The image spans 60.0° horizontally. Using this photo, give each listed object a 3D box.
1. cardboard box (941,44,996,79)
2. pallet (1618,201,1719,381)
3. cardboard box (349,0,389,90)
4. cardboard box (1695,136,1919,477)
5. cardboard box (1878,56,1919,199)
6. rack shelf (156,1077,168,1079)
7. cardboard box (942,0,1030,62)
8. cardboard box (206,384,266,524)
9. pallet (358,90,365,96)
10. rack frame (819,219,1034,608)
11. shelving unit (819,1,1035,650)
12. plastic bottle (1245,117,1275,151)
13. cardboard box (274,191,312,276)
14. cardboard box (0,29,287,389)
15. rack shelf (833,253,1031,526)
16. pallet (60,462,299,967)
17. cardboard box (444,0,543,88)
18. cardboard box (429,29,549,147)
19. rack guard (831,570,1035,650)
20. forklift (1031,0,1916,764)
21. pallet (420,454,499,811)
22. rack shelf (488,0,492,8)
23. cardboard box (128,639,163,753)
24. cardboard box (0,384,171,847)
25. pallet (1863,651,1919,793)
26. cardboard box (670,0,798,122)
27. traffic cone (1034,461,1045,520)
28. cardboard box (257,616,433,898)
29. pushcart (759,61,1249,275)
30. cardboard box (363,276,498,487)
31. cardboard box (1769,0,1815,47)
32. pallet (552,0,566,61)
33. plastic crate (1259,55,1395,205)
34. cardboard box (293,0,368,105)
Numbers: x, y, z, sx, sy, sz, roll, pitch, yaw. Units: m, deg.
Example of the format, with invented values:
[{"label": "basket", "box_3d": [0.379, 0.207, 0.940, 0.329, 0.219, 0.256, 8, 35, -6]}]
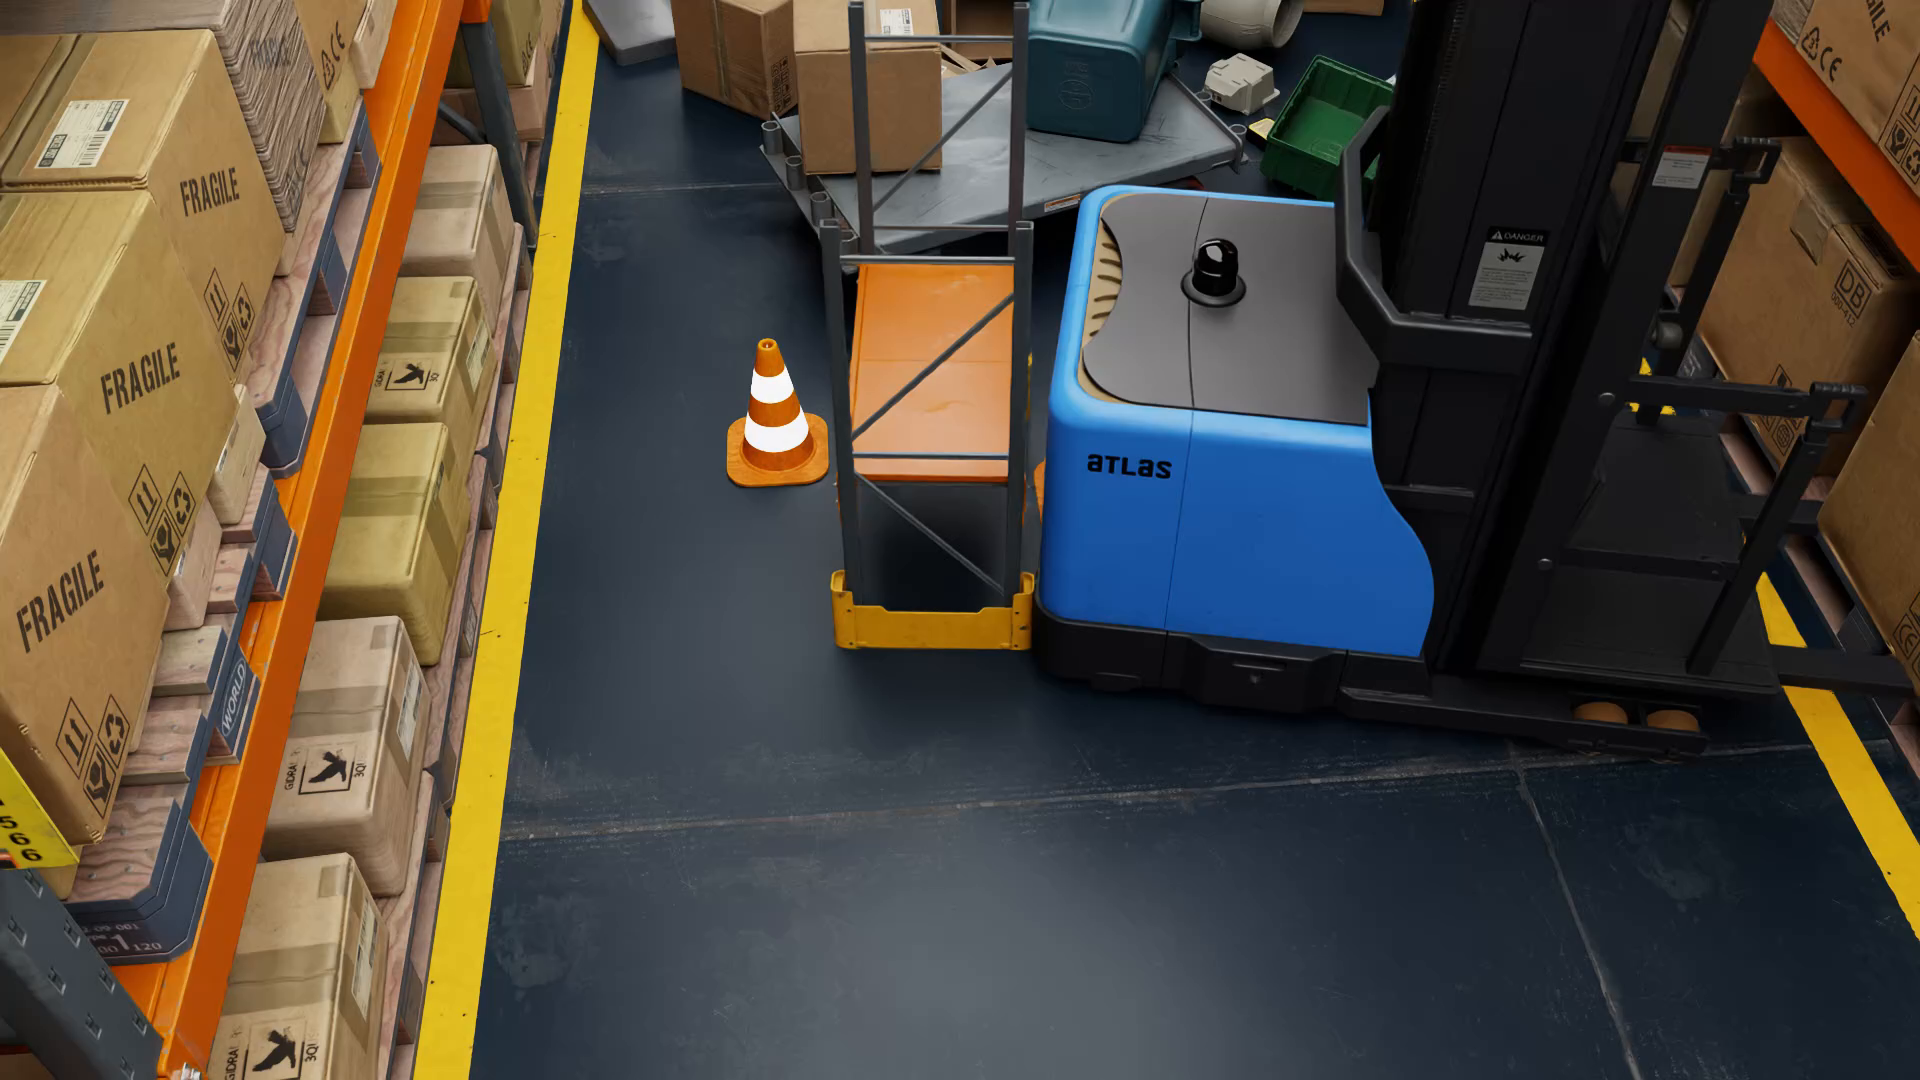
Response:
[{"label": "cardboard box", "box_3d": [-0.034, -1.920, 6.885, 0.258, 0.266, 0.396, -36, 56, -29]}, {"label": "pallet", "box_3d": [2.960, -1.001, 6.053, 1.003, 0.211, 1.213, -3, 47, -3]}, {"label": "cardboard box", "box_3d": [-1.699, -1.282, 4.282, 0.380, 0.149, 0.250, -3, 47, -3]}, {"label": "cardboard box", "box_3d": [3.039, -0.743, 5.148, 1.050, 0.750, 0.750, -3, 47, -3]}, {"label": "cardboard box", "box_3d": [2.720, -1.057, 4.116, 0.500, 0.500, 0.500, -3, 47, -3]}, {"label": "rack shelf", "box_3d": [-1.602, 2.448, 1.361, 1.077, 0.370, 4.000, -3, 47, -3]}, {"label": "cardboard box", "box_3d": [0.317, -2.429, 7.111, 0.797, 0.637, 0.503, -3, 47, -3]}, {"label": "cardboard box", "box_3d": [-1.581, -0.158, 3.218, 0.380, 0.149, 0.250, -3, 47, -3]}, {"label": "pallet", "box_3d": [-2.185, -1.512, 4.748, 1.003, 0.211, 1.213, -3, 47, -3]}, {"label": "rack frame", "box_3d": [-0.078, -0.222, 4.427, 0.500, 1.500, 0.032, 1, 47, 1]}, {"label": "shelving unit", "box_3d": [-0.069, -0.584, 4.770, 0.587, 1.500, 1.083, 1, 47, 1]}, {"label": "plastic bottle", "box_3d": [1.293, -1.612, 6.734, 0.133, 0.061, 0.283, -27, 52, -23]}, {"label": "cardboard box", "box_3d": [-1.698, -0.723, 3.752, 0.380, 0.149, 0.250, -2, 47, -2]}, {"label": "cardboard box", "box_3d": [-1.678, -0.627, 3.215, 0.500, 0.500, 0.500, -3, 47, -3]}, {"label": "rack shelf", "box_3d": [-0.068, -0.467, 4.907, 0.538, 0.185, 1.000, 1, 47, 1]}, {"label": "pallet", "box_3d": [-1.935, 0.311, 3.022, 1.213, 0.211, 1.003, -3, 47, -3]}, {"label": "cardboard box", "box_3d": [-1.885, -2.040, 6.204, 0.500, 0.500, 0.500, -1, 47, -1]}, {"label": "cardboard box", "box_3d": [-1.885, -1.782, 6.477, 0.500, 0.250, 0.500, -5, 47, -5]}, {"label": "rack guard", "box_3d": [-0.078, 0.207, 4.882, 0.587, 0.250, 0.087, 1, 47, 1]}, {"label": "forklift", "box_3d": [1.768, -0.795, 3.984, 3.031, 2.935, 1.130, 6, 47, 6]}, {"label": "pallet", "box_3d": [-1.932, 0.267, 4.852, 1.003, 0.211, 1.213, -3, 47, -3]}, {"label": "rack shelf", "box_3d": [-2.272, -3.340, 6.842, 1.077, 0.370, 4.000, -3, 47, -3]}, {"label": "cardboard box", "box_3d": [-1.601, 0.243, 2.838, 0.380, 0.149, 0.250, -6, 47, -6]}, {"label": "cardboard box", "box_3d": [-1.576, 0.133, 2.495, 0.500, 0.500, 0.500, -5, 47, -4]}, {"label": "pallet", "box_3d": [3.164, 0.764, 4.381, 1.003, 0.211, 1.213, -3, 47, -3]}, {"label": "cardboard box", "box_3d": [-0.838, -2.139, 6.930, 0.500, 0.500, 0.500, 27, 52, 23]}, {"label": "traffic cone", "box_3d": [0.415, -0.307, 5.222, 0.336, 0.463, 0.334, -3, 47, -3]}, {"label": "cardboard box", "box_3d": [-1.876, 0.570, 4.164, 0.950, 0.372, 0.625, -4, 47, -4]}, {"label": "pushcart", "box_3d": [0.164, -1.413, 6.328, 1.648, 0.377, 0.936, -19, 49, -17]}, {"label": "cardboard box", "box_3d": [-1.994, -0.482, 5.161, 0.950, 0.372, 0.625, -1, 47, -1]}, {"label": "cardboard box", "box_3d": [2.639, -1.786, 4.807, 0.500, 0.500, 0.500, -3, 47, -3]}, {"label": "pallet", "box_3d": [-2.301, -2.550, 7.519, 1.003, 0.211, 1.213, -3, 47, -3]}, {"label": "plastic crate", "box_3d": [1.500, -1.613, 6.609, 0.450, 0.188, 0.662, 25, 51, 9]}, {"label": "cardboard box", "box_3d": [-1.757, -1.368, 3.917, 0.500, 0.500, 0.500, -2, 47, -2]}]
